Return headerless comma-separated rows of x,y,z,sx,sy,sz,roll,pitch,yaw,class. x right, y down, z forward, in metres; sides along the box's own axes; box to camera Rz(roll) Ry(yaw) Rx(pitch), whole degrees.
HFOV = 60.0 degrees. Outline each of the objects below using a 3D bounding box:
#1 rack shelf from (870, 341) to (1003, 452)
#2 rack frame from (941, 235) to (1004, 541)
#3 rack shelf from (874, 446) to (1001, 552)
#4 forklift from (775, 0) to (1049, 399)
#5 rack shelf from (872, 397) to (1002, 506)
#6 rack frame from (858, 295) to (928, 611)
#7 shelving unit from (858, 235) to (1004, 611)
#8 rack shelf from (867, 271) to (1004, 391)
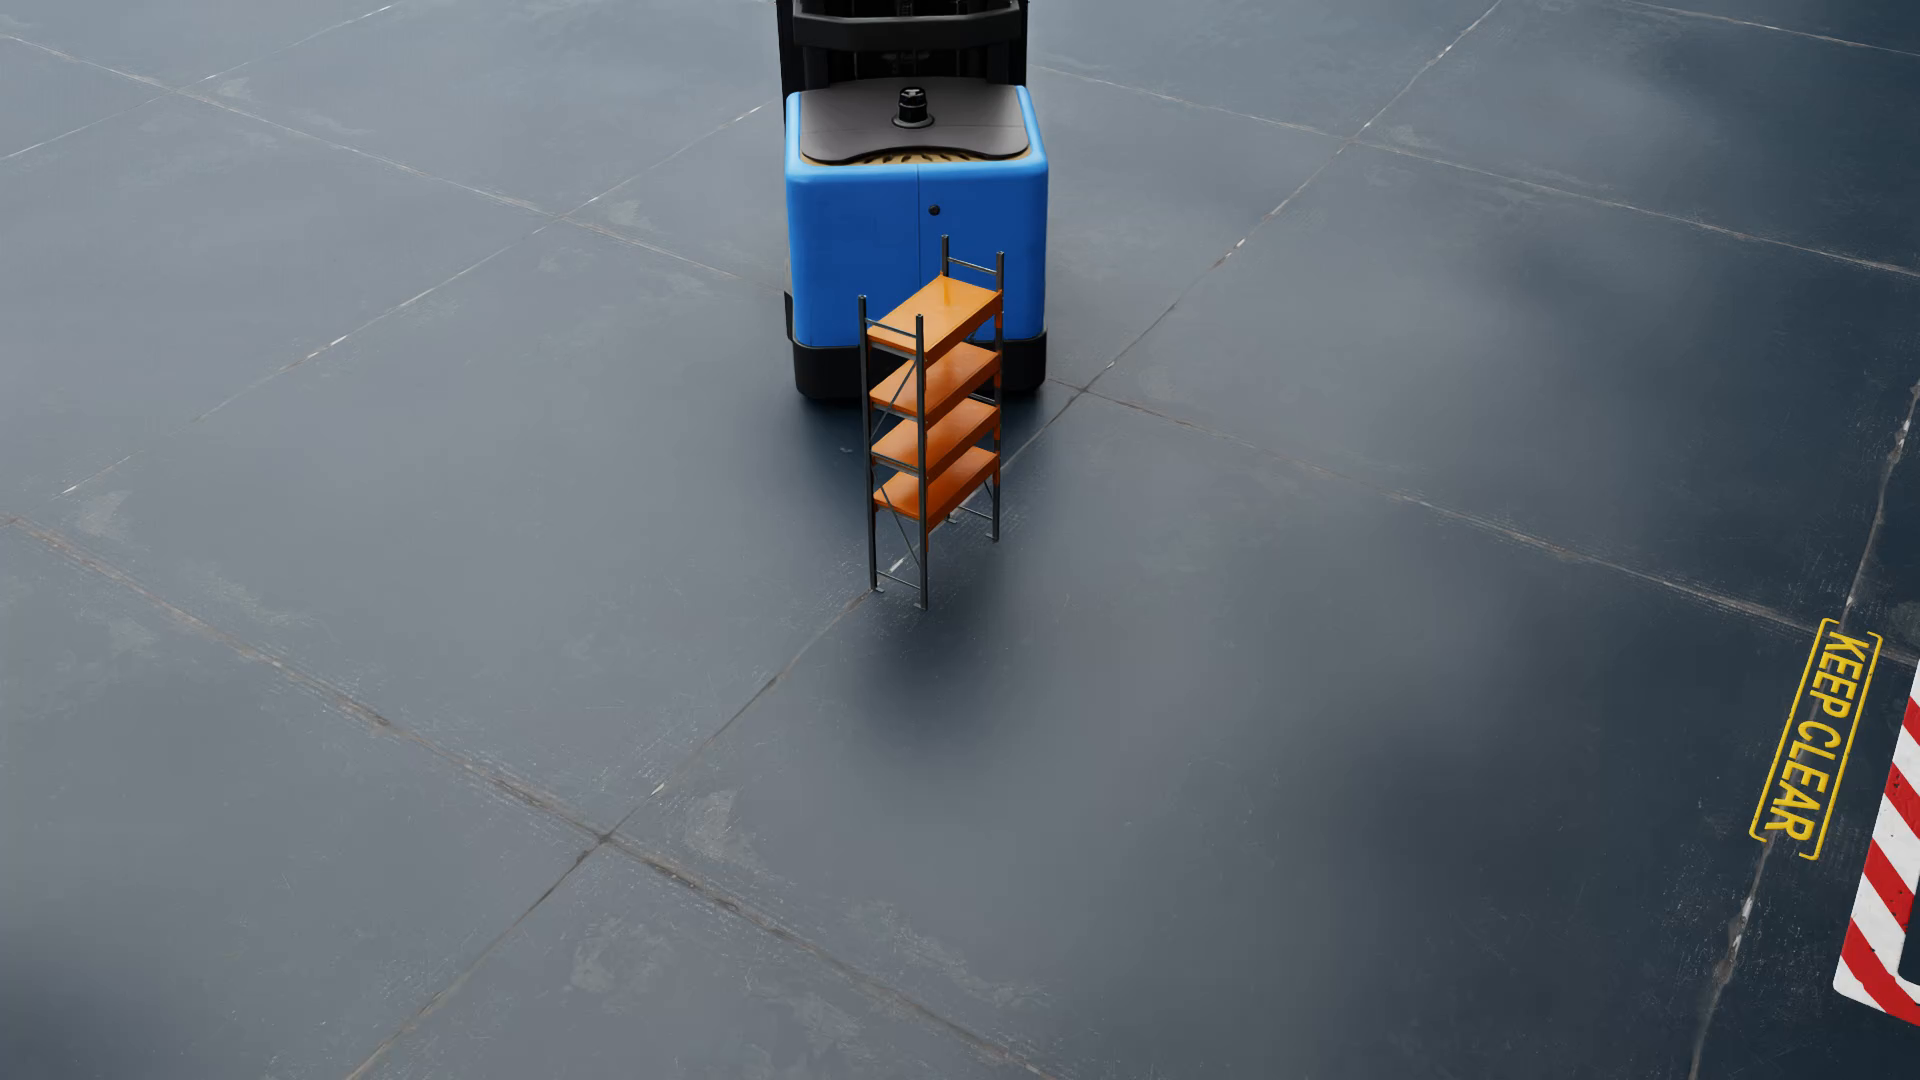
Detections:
-0.089,-0.514,5.677,0.258,0.148,0.480,21,42,25,rack shelf
0.042,-0.516,5.936,0.240,1.200,0.015,21,42,25,rack frame
-0.089,-0.179,5.935,0.258,0.148,0.480,21,42,25,rack shelf
-0.268,-2.631,7.262,1.130,2.935,3.031,-3,38,-3,forklift
-0.089,-0.337,5.814,0.258,0.148,0.480,21,42,25,rack shelf
-0.219,-0.264,5.610,0.240,1.200,0.015,21,42,25,rack frame
-0.089,-0.390,5.773,0.258,1.200,0.503,21,42,25,shelving unit
-0.089,-0.701,5.533,0.258,0.148,0.480,21,42,25,rack shelf
